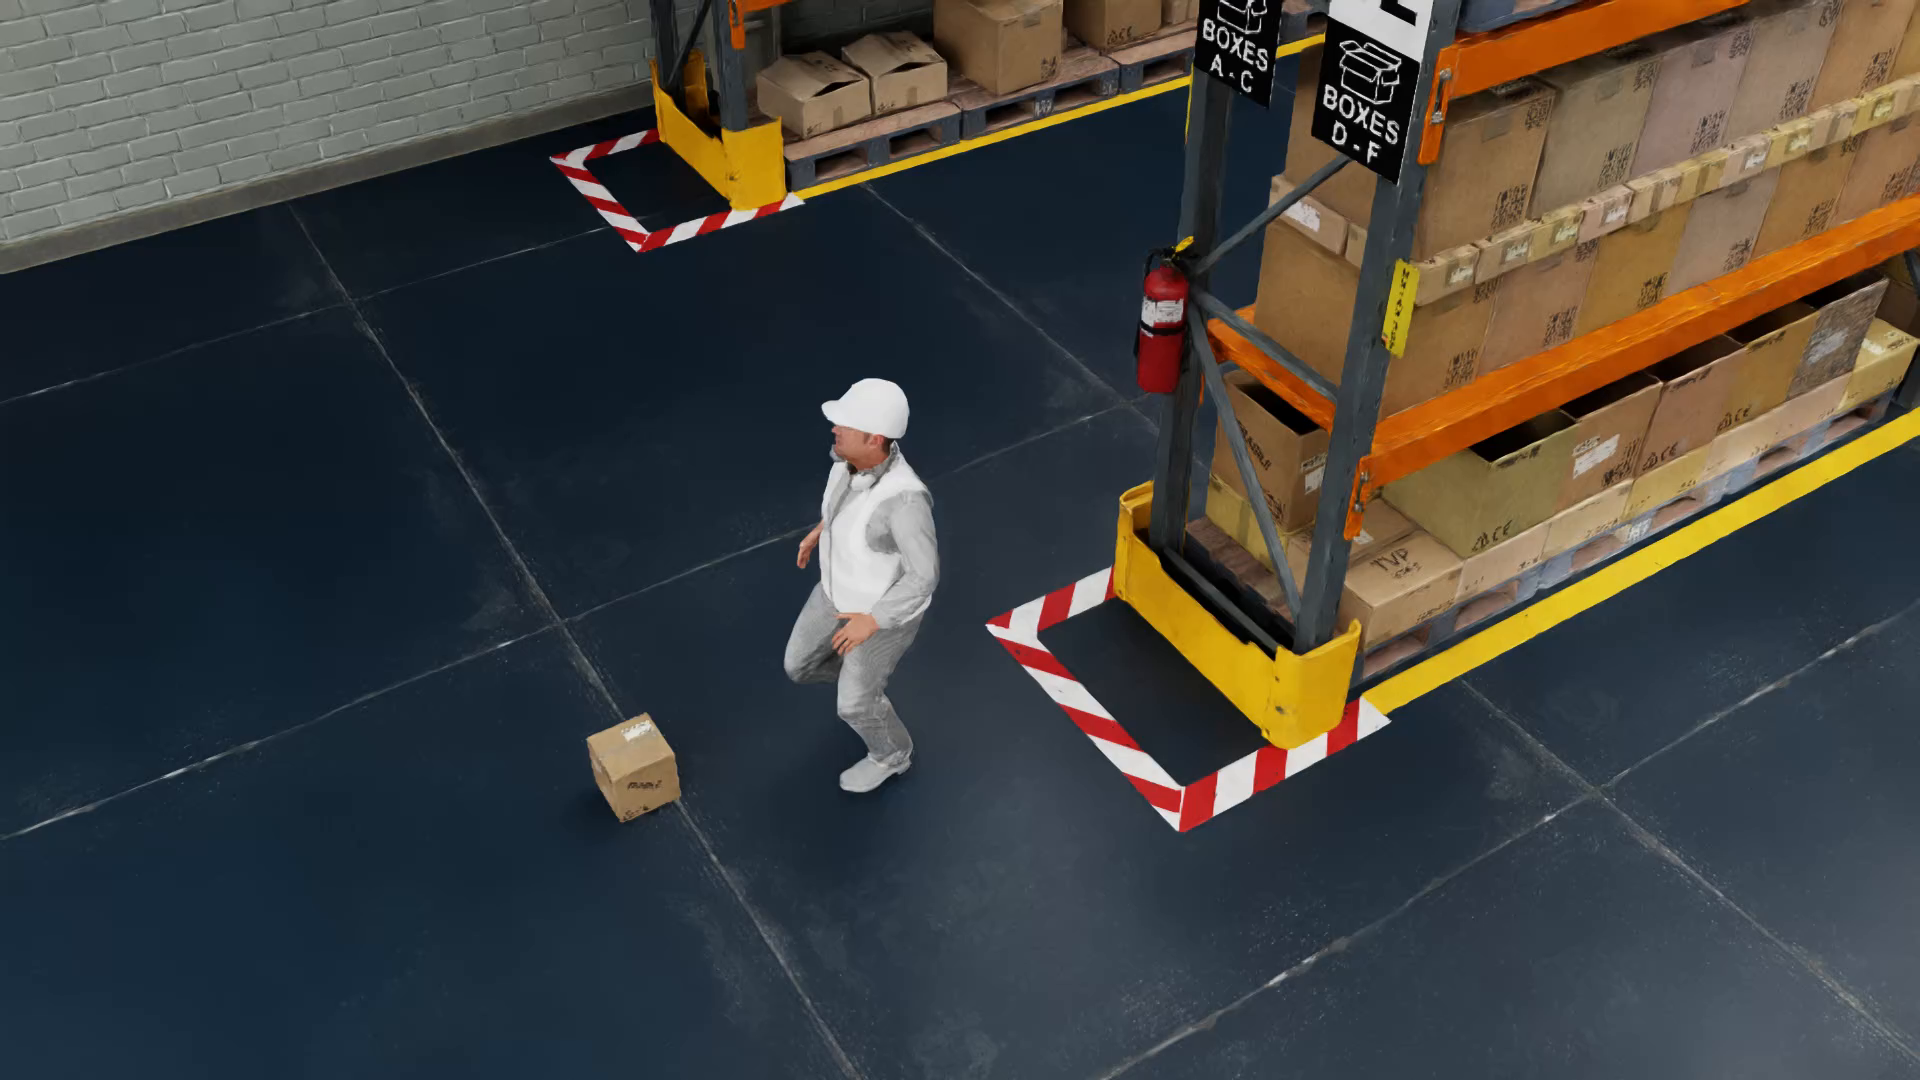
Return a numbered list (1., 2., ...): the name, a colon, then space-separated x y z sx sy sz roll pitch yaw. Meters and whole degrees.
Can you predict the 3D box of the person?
1. person: -0.355 0.202 5.927 0.503 1.748 0.716 -22 45 -24
